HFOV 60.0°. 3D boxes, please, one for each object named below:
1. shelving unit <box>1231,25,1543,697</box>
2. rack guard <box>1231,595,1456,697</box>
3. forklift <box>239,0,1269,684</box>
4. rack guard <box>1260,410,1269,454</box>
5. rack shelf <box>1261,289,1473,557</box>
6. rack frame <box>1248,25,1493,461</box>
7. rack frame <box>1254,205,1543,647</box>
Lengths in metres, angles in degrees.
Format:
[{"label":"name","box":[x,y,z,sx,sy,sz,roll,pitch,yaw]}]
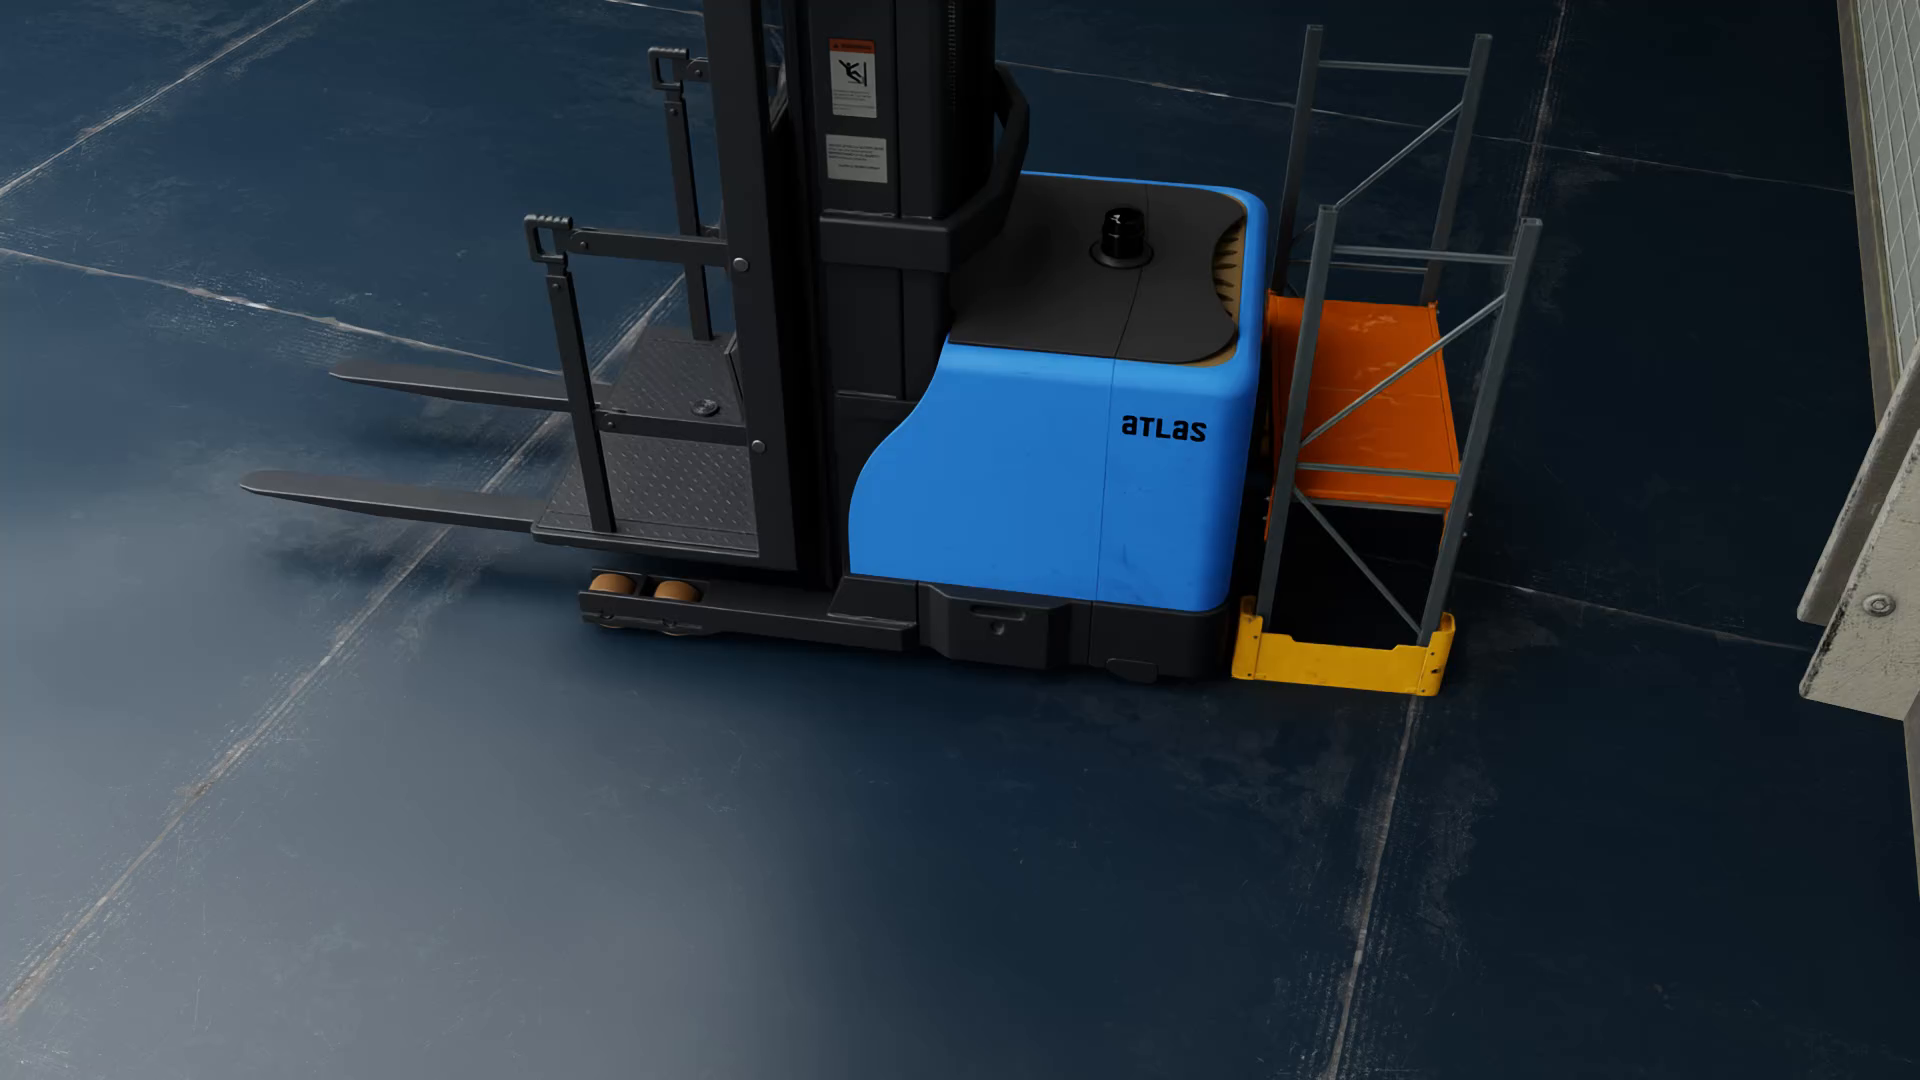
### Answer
[{"label":"shelving unit","box":[1.142,-0.496,4.675,0.587,1.500,1.083,5,41,6]},{"label":"rack guard","box":[1.076,0.300,4.705,0.587,0.250,0.087,5,41,6]},{"label":"forklift","box":[-0.668,-1.162,4.354,3.031,2.935,1.130,6,41,7]},{"label":"rack guard","box":[1.206,-0.341,5.456,0.587,0.250,0.087,5,41,6]},{"label":"rack shelf","box":[1.143,-0.365,4.799,0.538,0.185,1.000,5,41,6]},{"label":"rack frame","box":[1.209,-0.829,5.065,0.500,1.500,0.032,5,41,6]},{"label":"rack frame","box":[1.077,-0.174,4.298,0.500,1.500,0.032,5,41,6]}]
